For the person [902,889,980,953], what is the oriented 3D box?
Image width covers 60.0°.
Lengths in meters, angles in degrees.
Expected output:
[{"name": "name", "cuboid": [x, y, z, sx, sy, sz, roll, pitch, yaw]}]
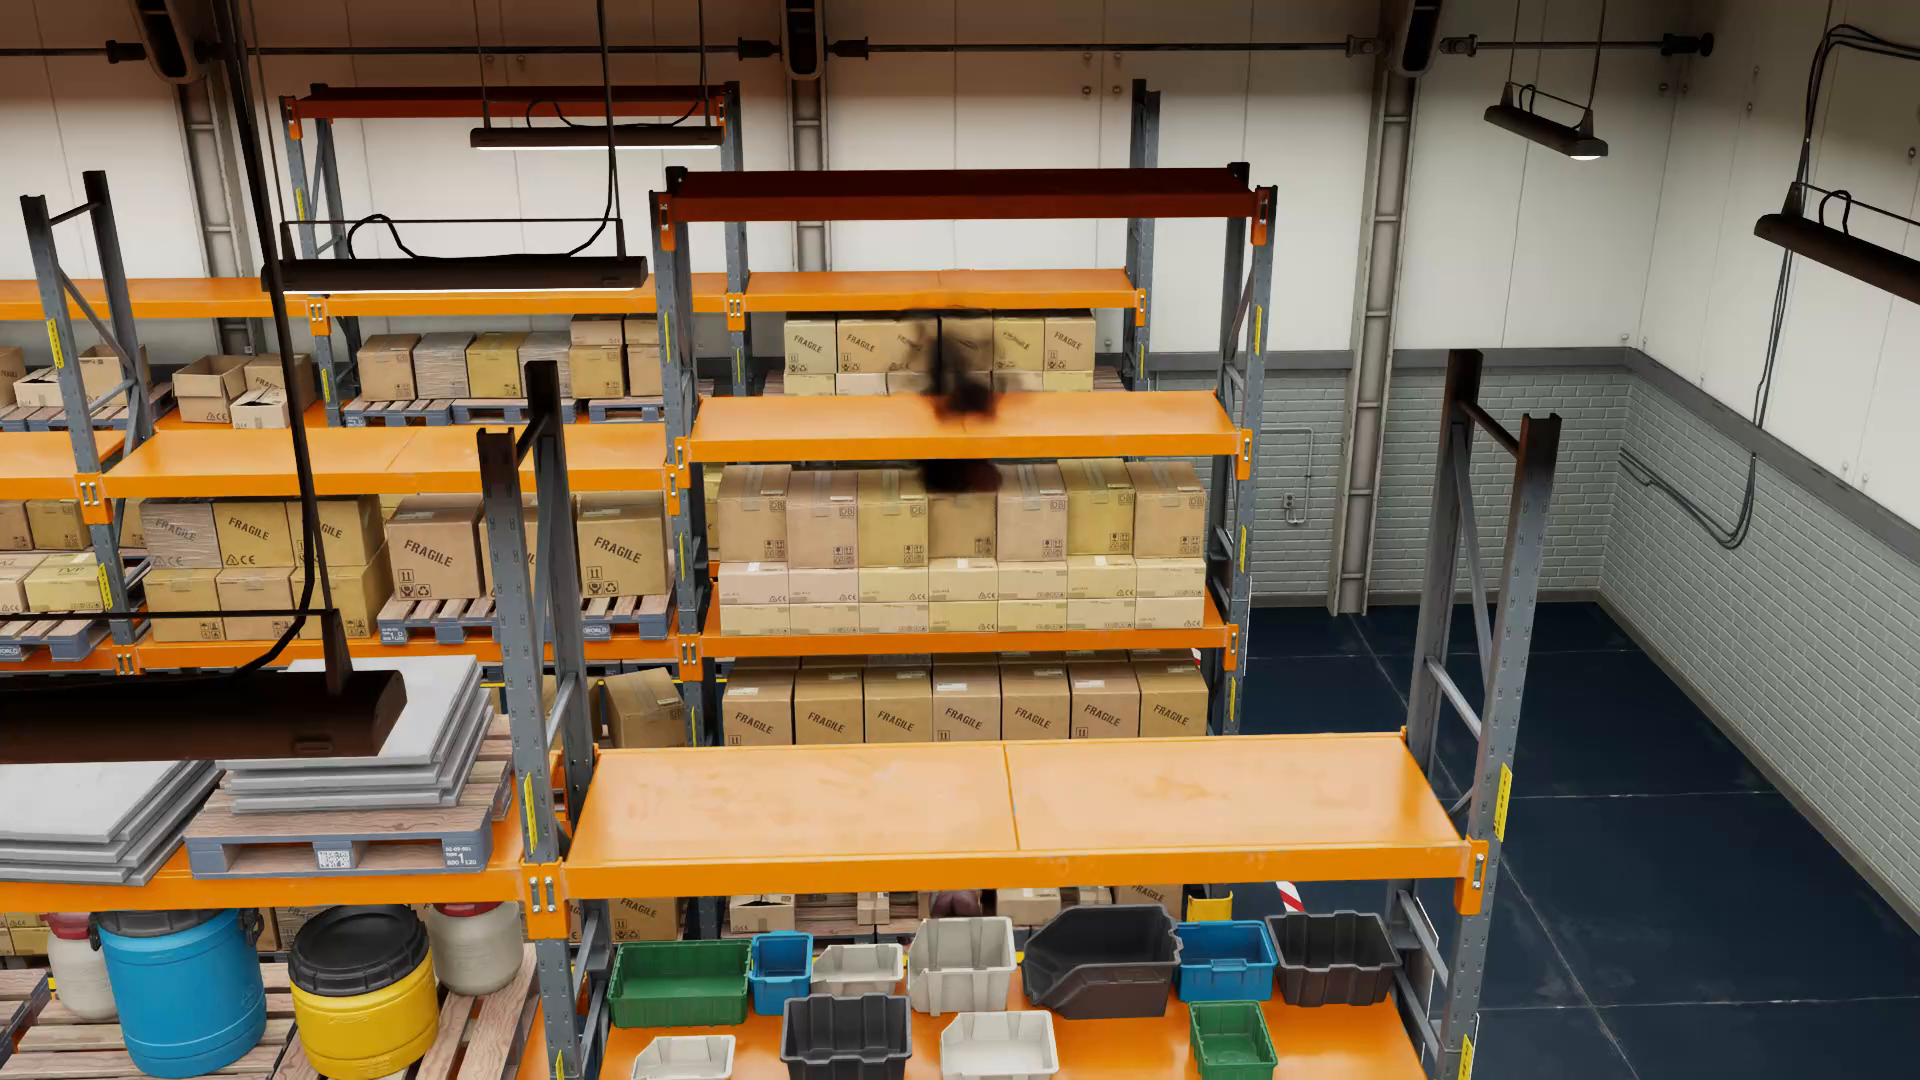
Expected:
[{"name": "person", "cuboid": [-0.095, 2.816, 11.275, 0.697, 1.811, 0.680, -6, 23, -15]}]
